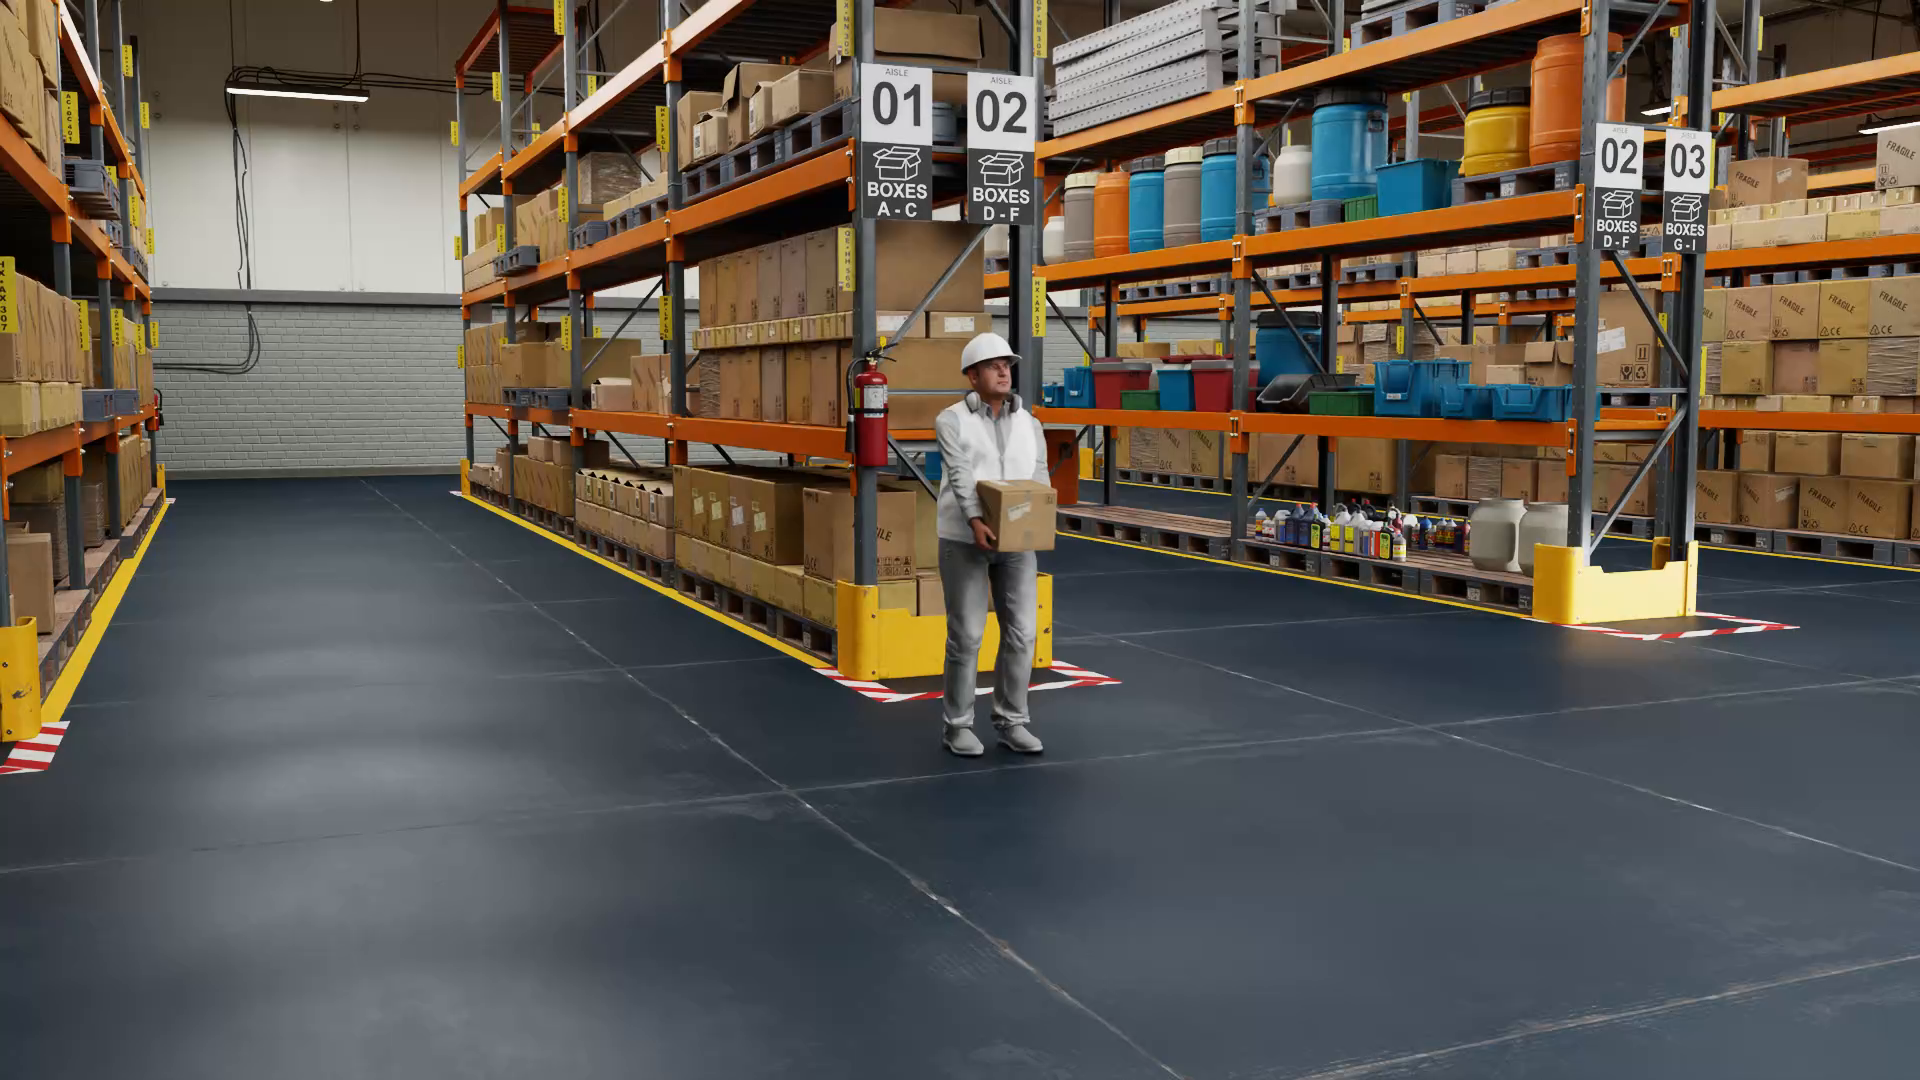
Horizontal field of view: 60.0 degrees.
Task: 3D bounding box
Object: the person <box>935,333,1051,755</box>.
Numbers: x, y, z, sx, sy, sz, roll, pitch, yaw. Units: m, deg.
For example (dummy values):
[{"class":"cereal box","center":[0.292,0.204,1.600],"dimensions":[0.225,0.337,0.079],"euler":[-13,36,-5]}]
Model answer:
[{"class":"person","center":[0.173,0.016,6.976],"dimensions":[0.494,1.765,0.554],"euler":[-2,6,-23]}]
